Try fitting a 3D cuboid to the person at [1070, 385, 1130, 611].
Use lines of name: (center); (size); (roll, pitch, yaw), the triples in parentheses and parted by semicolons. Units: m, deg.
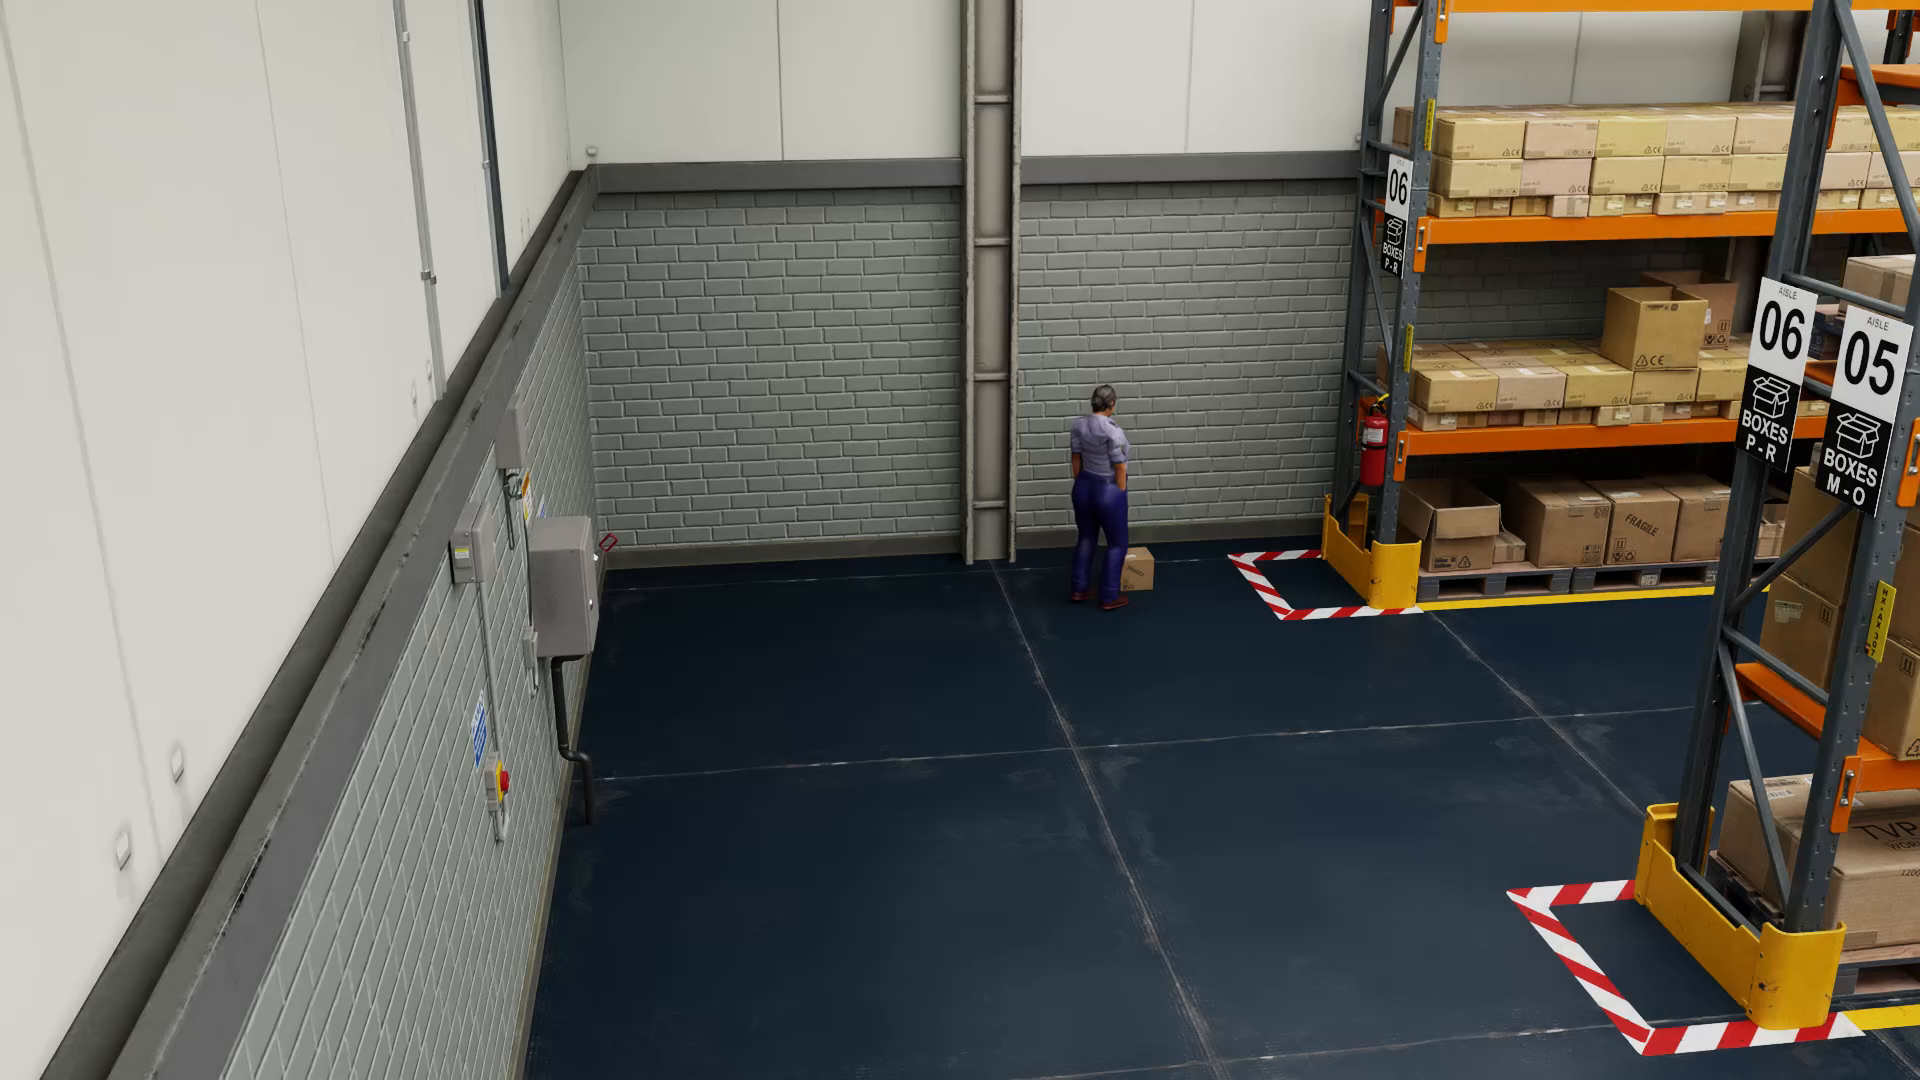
person: (0.996, -0.311, 11.976); (0.476, 1.642, 0.339); (17, 26, 39)
